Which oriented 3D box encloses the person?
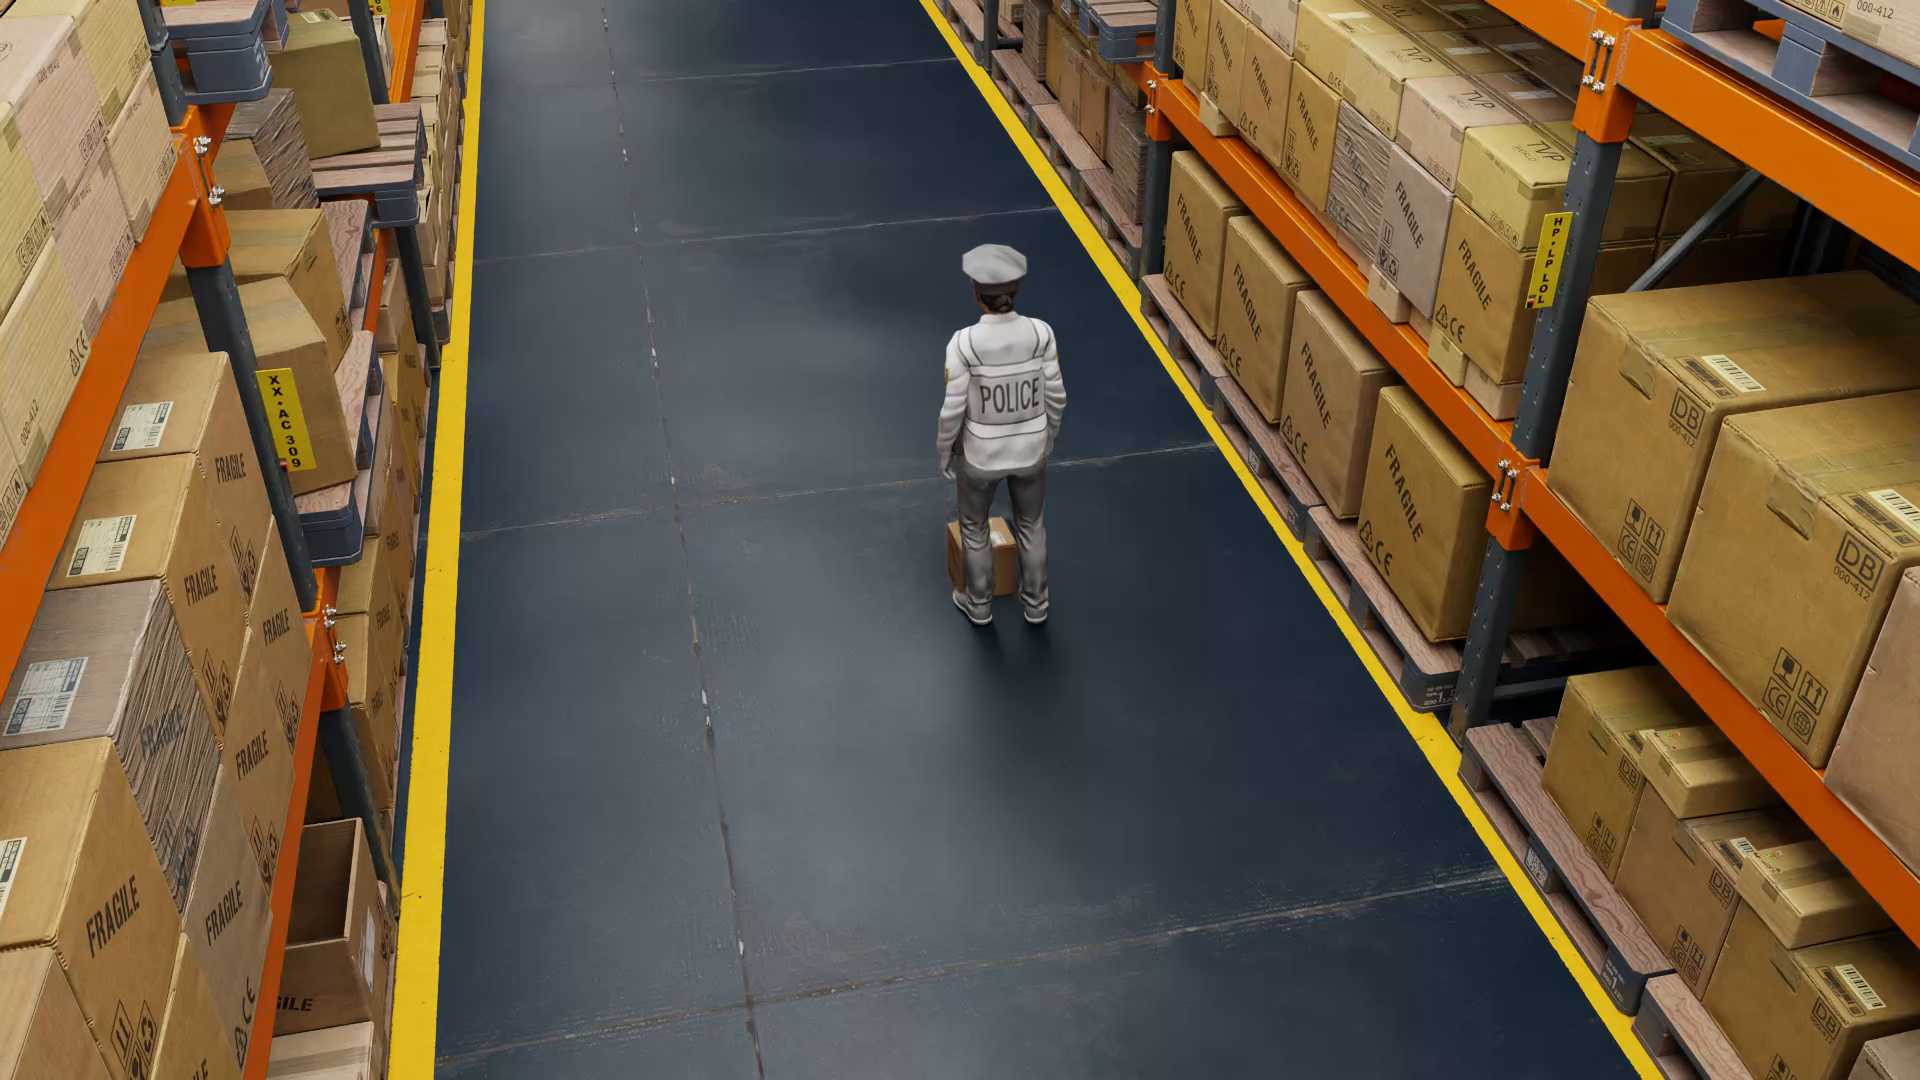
[{"bbox_3d":[0.153,-0.367,6.672,0.514,1.664,0.412,-8,35,-12],"label":"person"}]
